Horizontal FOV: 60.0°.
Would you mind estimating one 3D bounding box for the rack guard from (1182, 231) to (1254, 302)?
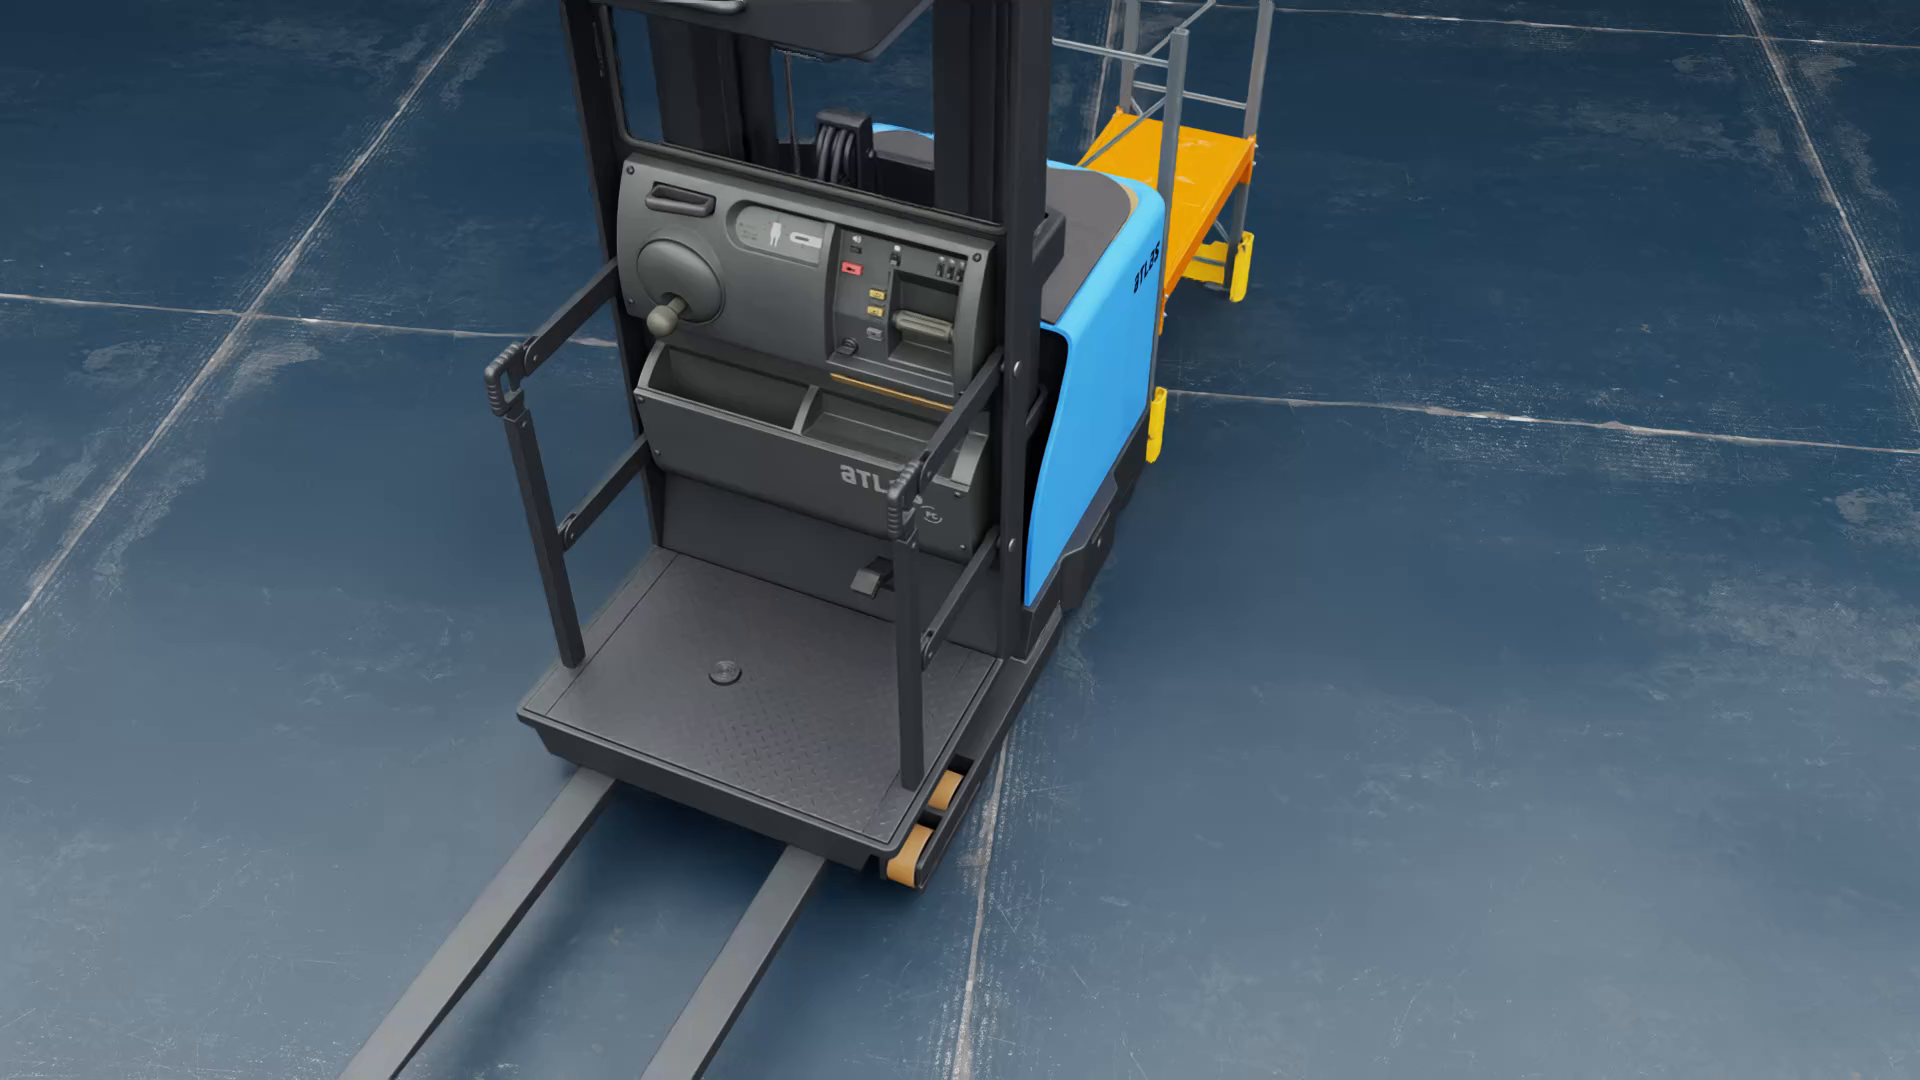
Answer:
[{"bbox_3d":[0.792,-1.080,6.209,0.587,0.250,0.087,17,46,17],"label":"rack guard"}]

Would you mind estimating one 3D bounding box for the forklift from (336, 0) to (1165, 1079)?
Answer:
[{"bbox_3d":[-0.460,-0.512,3.659,1.130,2.935,3.031,17,46,17],"label":"forklift"}]

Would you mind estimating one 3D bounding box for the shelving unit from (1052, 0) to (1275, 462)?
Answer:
[{"bbox_3d":[0.592,-1.220,5.448,0.587,1.500,1.083,17,46,17],"label":"shelving unit"}]

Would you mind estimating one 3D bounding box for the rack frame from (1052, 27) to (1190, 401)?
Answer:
[{"bbox_3d":[0.392,-0.906,5.116,0.500,1.500,0.032,17,46,17],"label":"rack frame"}]

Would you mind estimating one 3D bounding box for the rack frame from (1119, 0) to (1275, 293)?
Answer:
[{"bbox_3d":[0.800,-1.546,5.792,0.500,1.500,0.032,17,46,17],"label":"rack frame"}]

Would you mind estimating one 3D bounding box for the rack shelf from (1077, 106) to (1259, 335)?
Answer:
[{"bbox_3d":[0.596,-1.095,5.578,0.538,0.185,1.000,17,46,17],"label":"rack shelf"}]

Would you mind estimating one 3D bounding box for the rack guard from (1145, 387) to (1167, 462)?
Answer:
[{"bbox_3d":[0.392,-0.453,5.546,0.587,0.250,0.087,17,46,17],"label":"rack guard"}]
